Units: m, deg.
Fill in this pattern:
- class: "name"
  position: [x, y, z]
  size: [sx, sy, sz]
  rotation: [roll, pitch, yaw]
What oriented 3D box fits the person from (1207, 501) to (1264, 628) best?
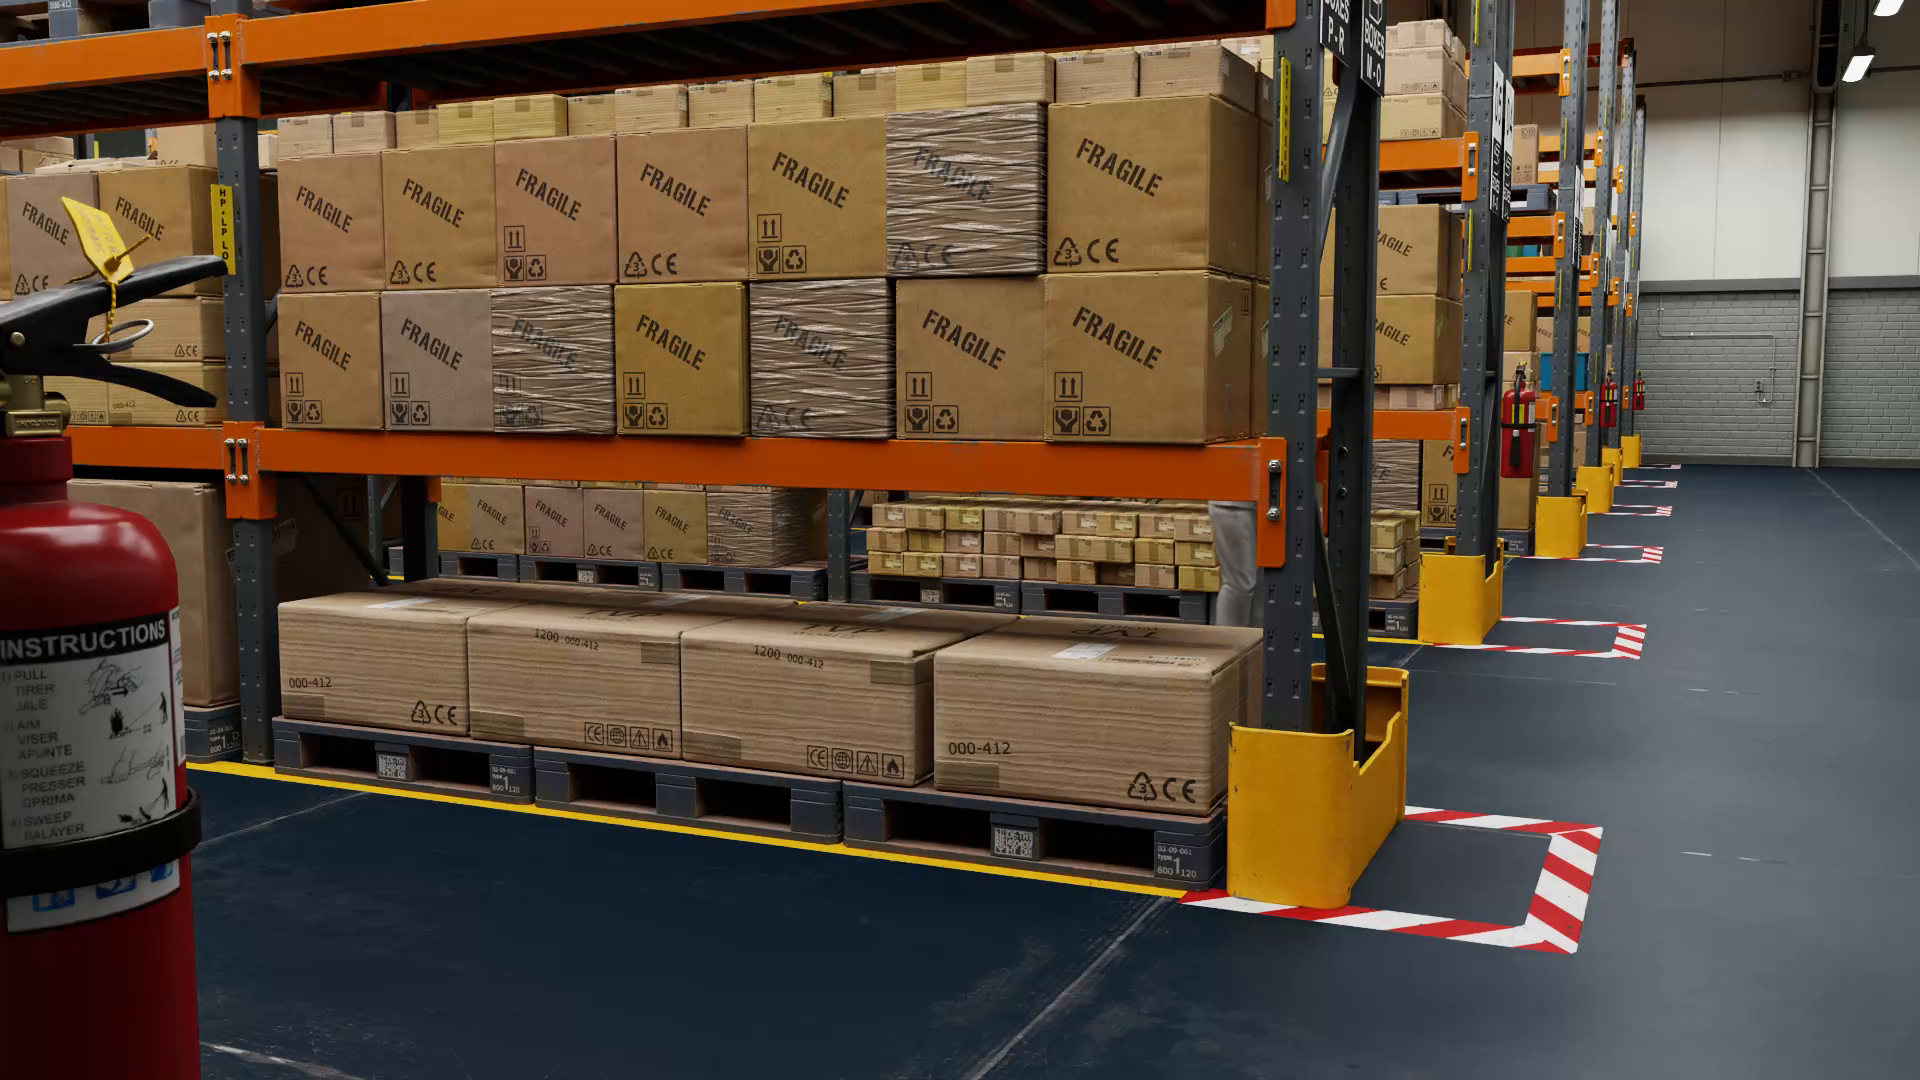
- class: "person"
  position: [1.435, -0.140, 8.169]
  size: [0.547, 1.671, 0.444]
  rotation: [2, 6, 23]
